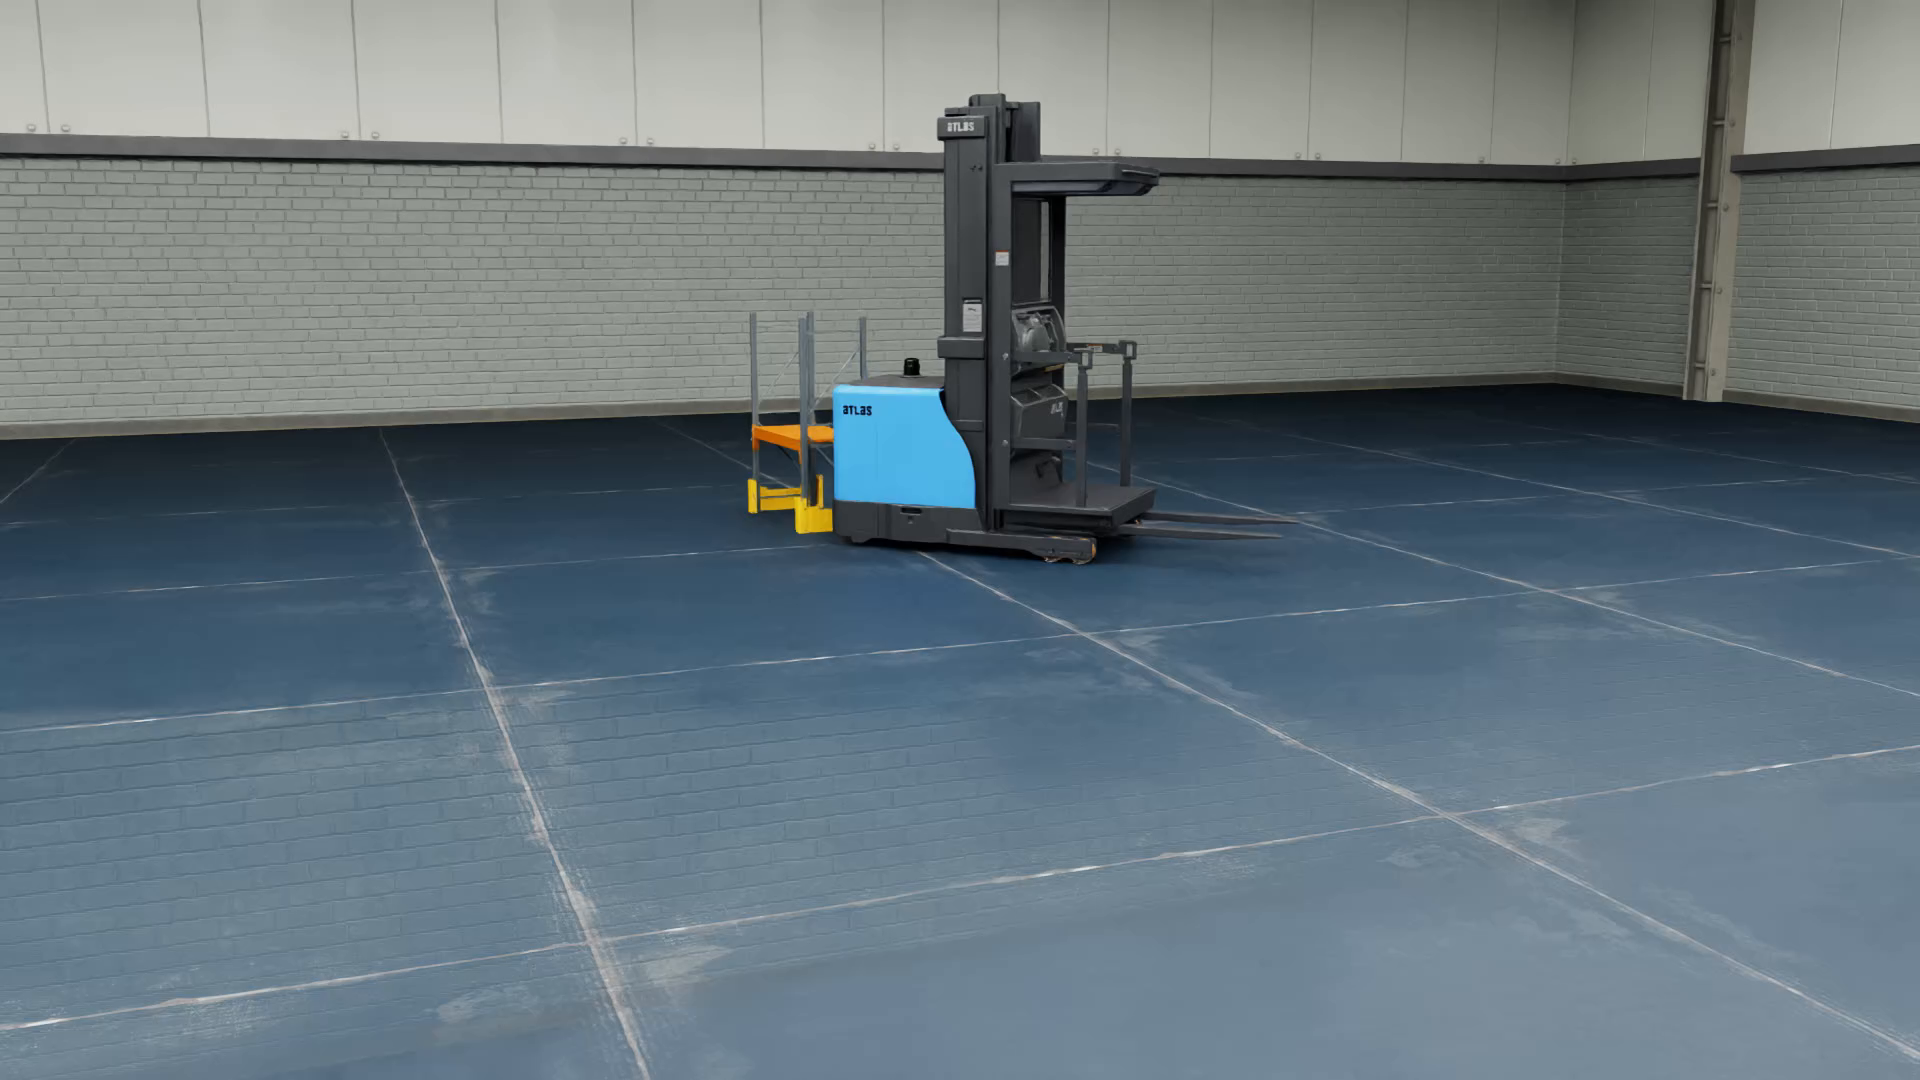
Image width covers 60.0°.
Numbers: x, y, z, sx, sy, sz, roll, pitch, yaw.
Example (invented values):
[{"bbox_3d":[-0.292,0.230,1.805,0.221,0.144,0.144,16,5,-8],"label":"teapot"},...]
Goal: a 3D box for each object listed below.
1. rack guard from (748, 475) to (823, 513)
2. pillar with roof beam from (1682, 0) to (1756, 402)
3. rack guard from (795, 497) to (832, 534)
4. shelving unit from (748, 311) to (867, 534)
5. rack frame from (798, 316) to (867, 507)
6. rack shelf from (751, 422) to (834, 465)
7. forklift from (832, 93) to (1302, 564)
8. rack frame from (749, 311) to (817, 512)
[{"bbox_3d":[-1.328,-0.353,12.690,0.587,0.250,0.087,-5,11,-26],"label":"rack guard"},{"bbox_3d":[5.649,-5.973,19.302,9.100,9.000,0.400,-4,11,-21],"label":"pillar with roof beam"},{"bbox_3d":[-0.886,-0.197,11.812,0.587,0.250,0.087,-5,11,-26],"label":"rack guard"},{"bbox_3d":[-1.107,-0.890,12.142,0.587,1.500,1.083,-5,11,-26],"label":"shelving unit"},{"bbox_3d":[-0.885,-0.812,11.701,0.500,1.500,0.032,-5,11,-26],"label":"rack frame"},{"bbox_3d":[-1.111,-0.714,12.181,0.538,0.185,1.000,-5,11,-26],"label":"rack shelf"},{"bbox_3d":[0.705,-1.394,10.888,3.031,2.935,1.130,4,11,22],"label":"forklift"},{"bbox_3d":[-1.337,-0.971,12.598,0.500,1.500,0.032,-5,11,-26],"label":"rack frame"}]
